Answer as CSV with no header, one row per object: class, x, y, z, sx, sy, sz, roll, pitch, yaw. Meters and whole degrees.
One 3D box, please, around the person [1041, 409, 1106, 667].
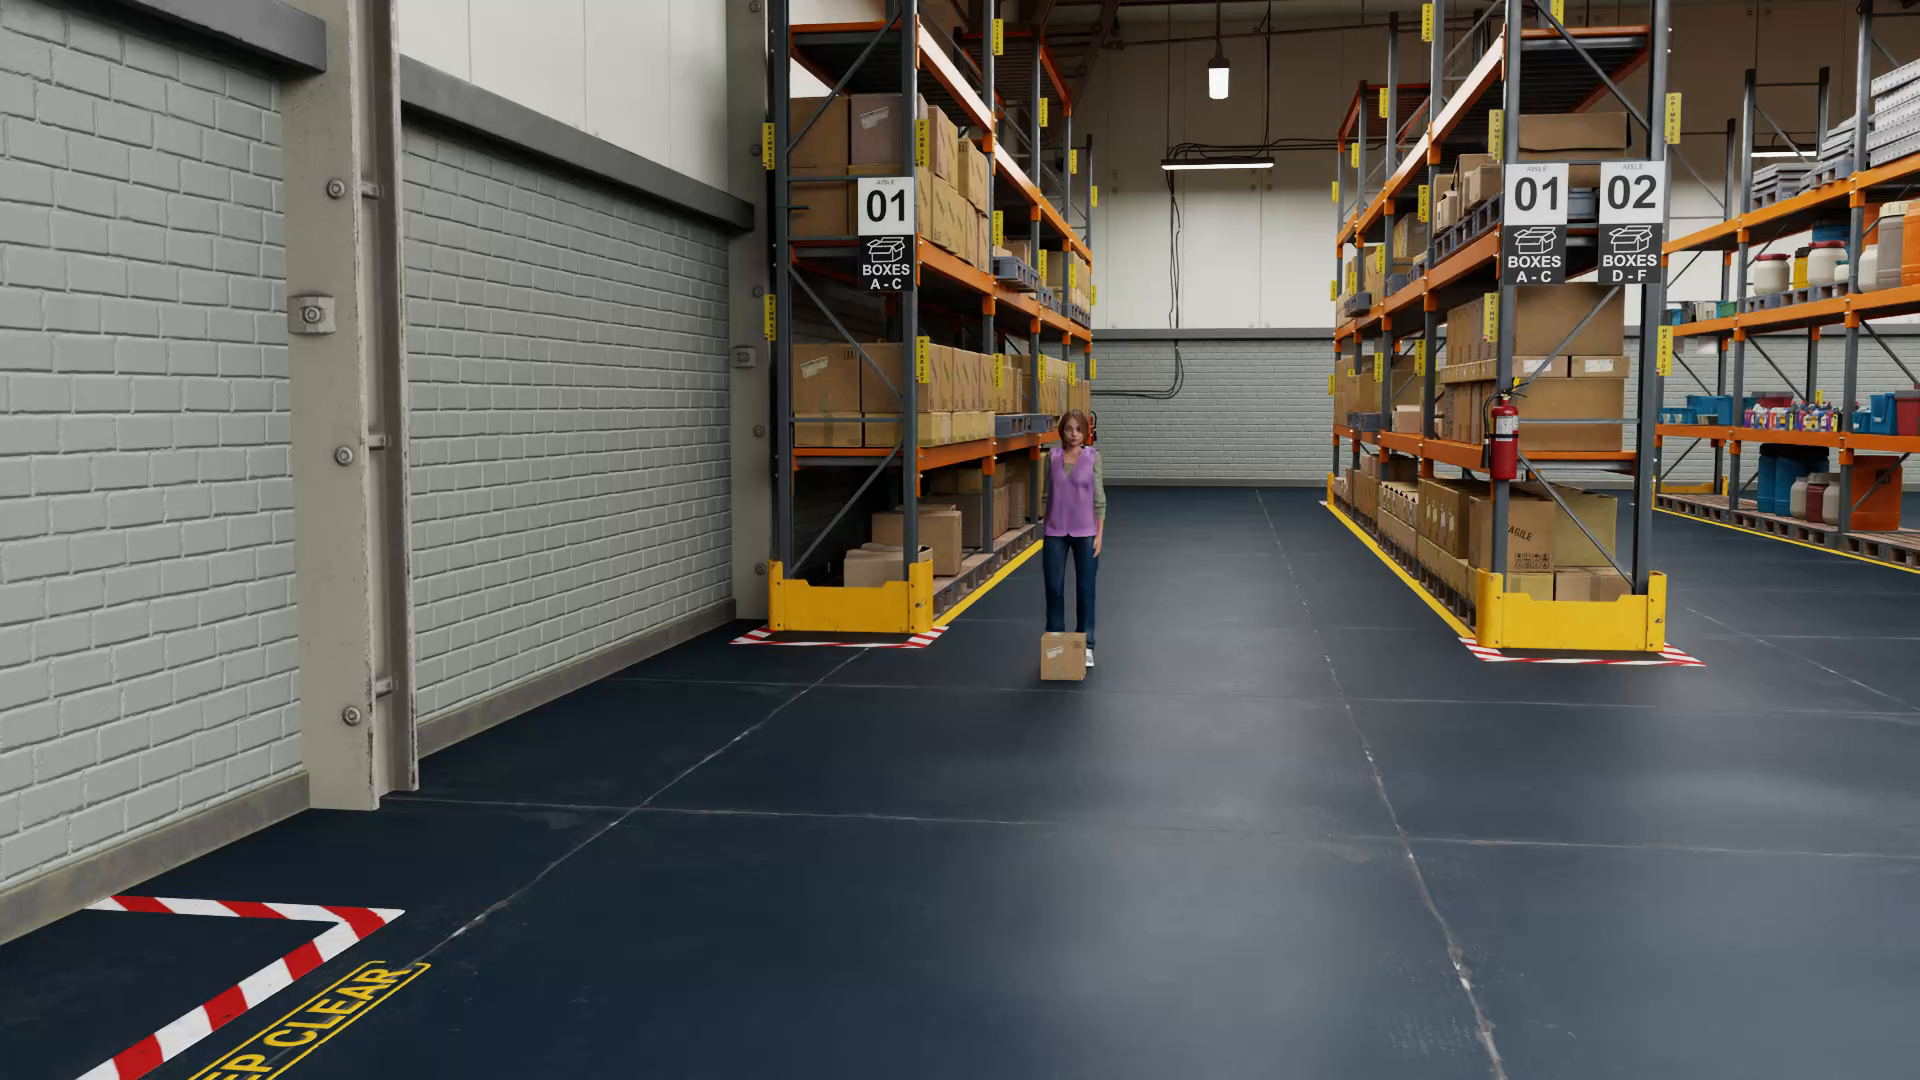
person,0.703,-0.012,10.312,0.406,1.599,0.306,1,5,10
